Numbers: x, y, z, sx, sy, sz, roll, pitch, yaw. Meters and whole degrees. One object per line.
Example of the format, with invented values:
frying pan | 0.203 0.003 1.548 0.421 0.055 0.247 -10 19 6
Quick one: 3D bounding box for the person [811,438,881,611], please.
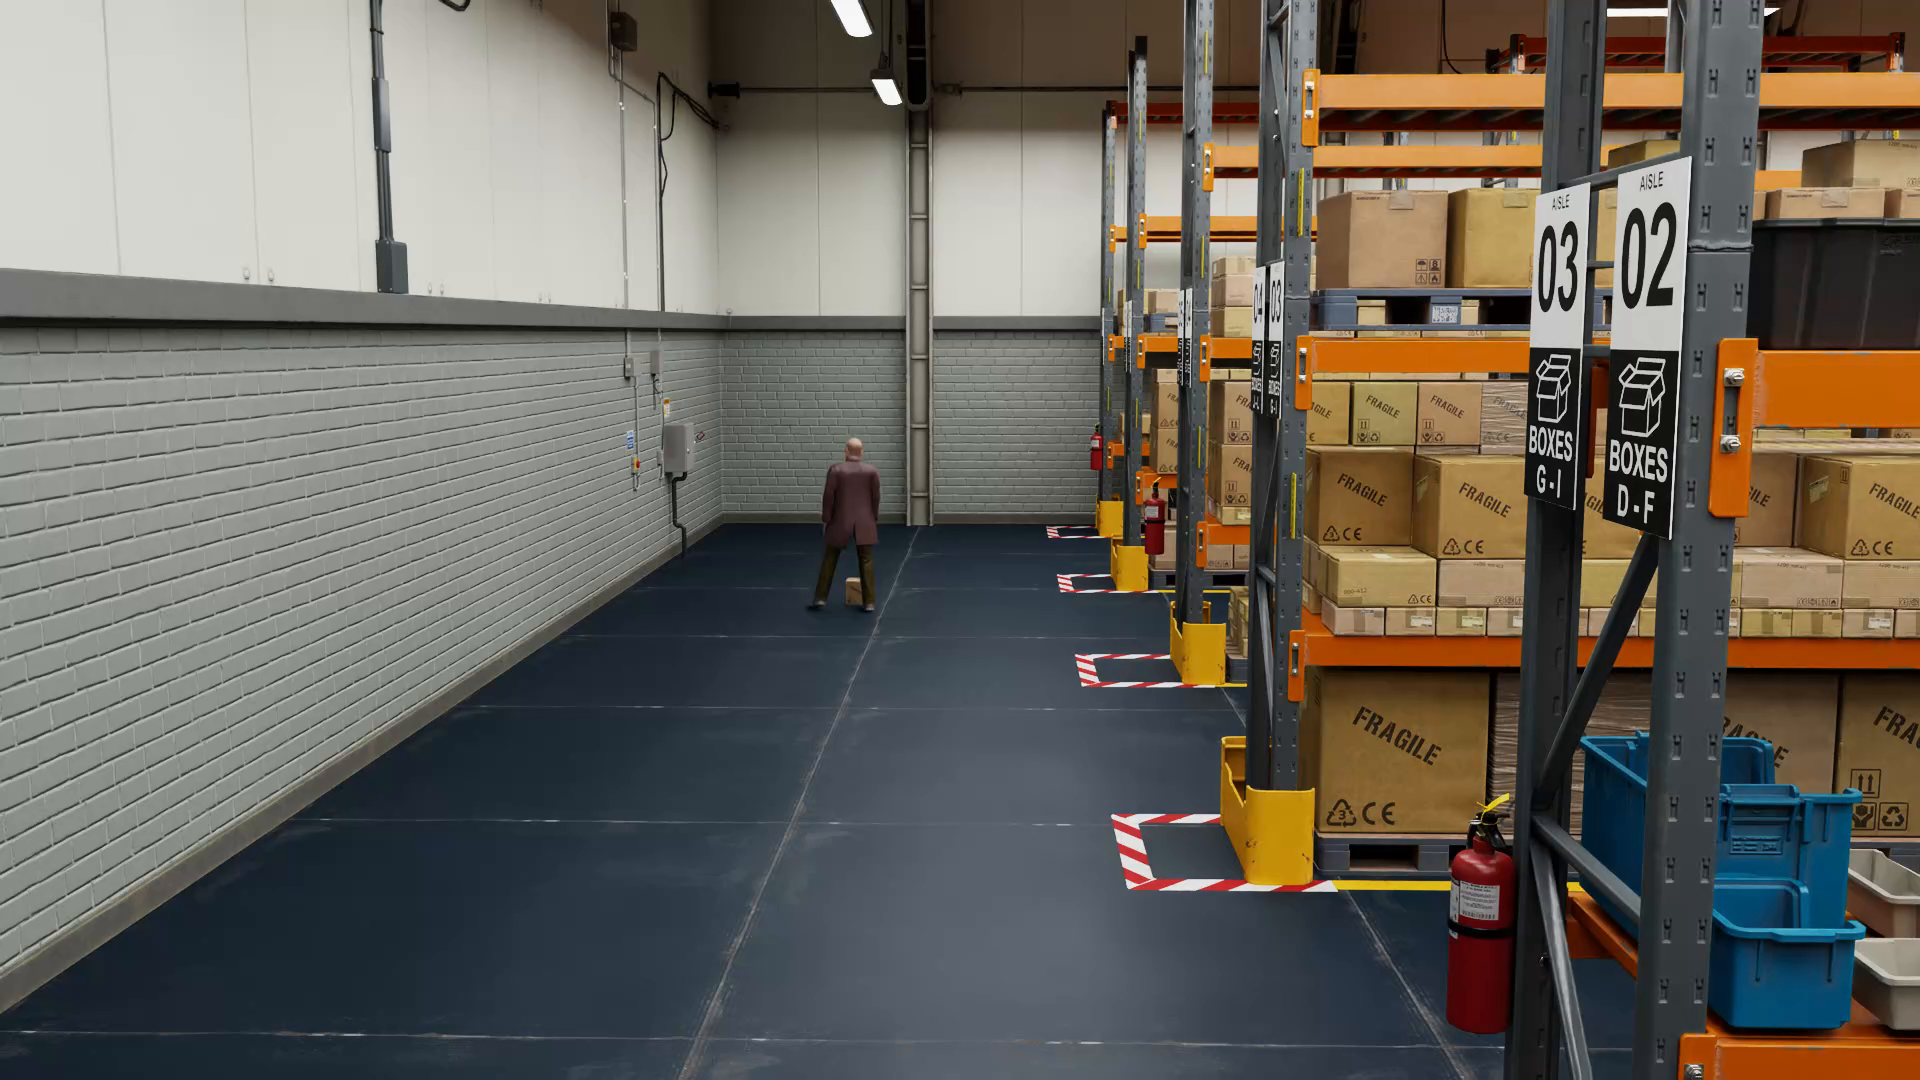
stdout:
person | -1.173 -0.166 17.099 0.710 1.773 0.573 -1 7 -8
